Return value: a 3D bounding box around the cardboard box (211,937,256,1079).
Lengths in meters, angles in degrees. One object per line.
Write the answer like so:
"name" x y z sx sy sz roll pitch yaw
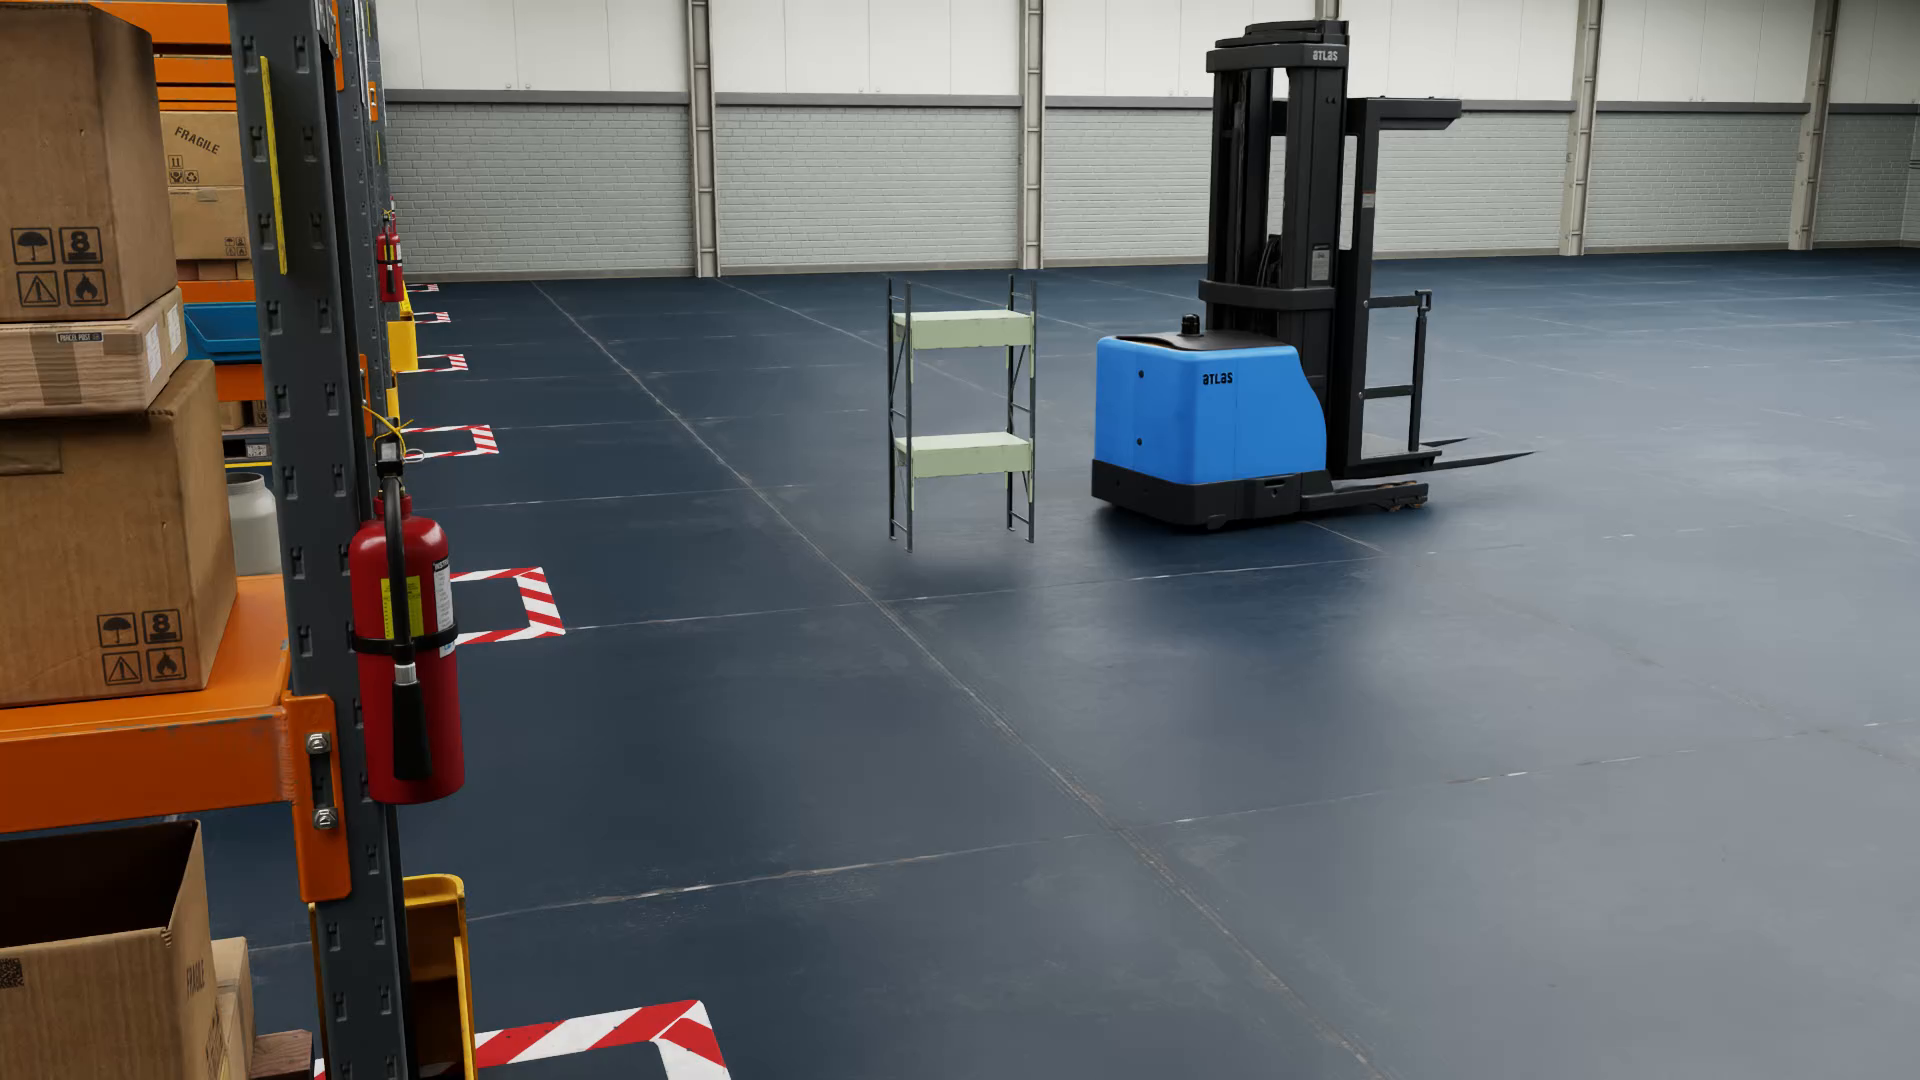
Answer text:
"cardboard box" -1.802 1.104 3.552 0.500 0.250 0.500 -4 14 -18

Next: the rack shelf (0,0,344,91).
"rack shelf" -4.694 -2.068 6.928 4.000 0.370 1.077 -4 14 -18

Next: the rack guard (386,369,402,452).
"rack guard" -4.450 -0.971 12.645 0.348 0.500 1.175 -4 14 -18

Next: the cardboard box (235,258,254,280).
"cardboard box" -5.040 -1.956 11.927 0.250 0.149 0.380 -4 14 -18

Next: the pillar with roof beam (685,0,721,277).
"pillar with roof beam" -3.013 -8.018 23.905 0.400 9.000 9.100 -4 14 -18

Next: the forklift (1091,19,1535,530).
"forklift" 2.376 -1.705 10.476 3.031 2.935 1.130 -7 15 -27

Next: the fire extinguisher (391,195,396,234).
"fire extinguisher" -7.284 -4.236 21.136 0.183 0.674 0.296 -4 14 -18

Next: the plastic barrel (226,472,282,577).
"plastic barrel" -3.398 -0.035 7.777 0.421 0.512 0.421 0 13 0

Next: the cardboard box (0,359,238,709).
"cardboard box" -1.669 -0.037 3.099 0.500 0.500 0.700 -4 14 -18

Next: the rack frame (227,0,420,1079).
"rack frame" -1.221 -0.019 3.241 0.053 2.616 0.949 -4 14 -18

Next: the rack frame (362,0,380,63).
"rack frame" -5.865 -6.207 16.289 0.127 3.000 1.000 -4 14 -18

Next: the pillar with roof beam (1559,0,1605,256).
"pillar with roof beam" 14.047 -9.346 29.490 0.400 9.000 9.100 -4 14 -18

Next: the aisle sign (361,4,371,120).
"aisle sign" -4.224 -3.396 11.821 0.004 0.787 0.394 -4 14 -18

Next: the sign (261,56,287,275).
"sign" -1.063 -0.578 2.578 0.005 0.325 0.100 -4 14 -18

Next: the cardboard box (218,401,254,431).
"cardboard box" -5.531 -1.087 12.224 0.500 0.500 0.500 -1 13 -3

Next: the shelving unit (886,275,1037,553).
"shelving unit" 0.006 -0.730 9.471 0.755 1.500 0.431 -4 14 -18

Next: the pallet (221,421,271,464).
"pallet" -5.232 -0.778 12.459 1.213 0.211 1.003 -4 14 -18

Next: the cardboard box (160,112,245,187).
"cardboard box" -5.293 -2.740 11.658 0.500 0.500 0.500 -4 14 -18

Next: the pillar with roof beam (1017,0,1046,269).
"pillar with roof beam" 2.673 -8.461 25.767 0.400 9.000 9.100 -4 14 -18

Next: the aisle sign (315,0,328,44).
"aisle sign" -1.067 -1.225 2.692 0.004 0.787 0.394 -4 14 -18

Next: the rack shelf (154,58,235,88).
"rack shelf" -6.274 -3.154 11.494 4.000 0.370 1.077 -4 14 -18

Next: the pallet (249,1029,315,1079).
"pallet" -1.934 1.402 3.290 1.213 0.211 1.003 -4 14 -18

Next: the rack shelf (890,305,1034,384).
"rack shelf" 0.006 -1.110 9.381 0.720 0.370 0.431 -4 14 -18

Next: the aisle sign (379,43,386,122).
"aisle sign" -5.702 -4.492 16.428 0.004 0.787 0.394 -4 14 -18

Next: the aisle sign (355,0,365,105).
"aisle sign" -2.636 -2.311 7.260 0.004 0.787 0.394 -4 14 -18

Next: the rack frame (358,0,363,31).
"rack frame" -4.378 -5.111 11.685 0.127 3.000 1.000 -4 14 -18

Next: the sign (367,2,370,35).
"sign" -5.705 -5.019 16.039 0.005 0.325 0.100 -4 14 -18

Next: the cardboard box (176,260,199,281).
"cardboard box" -5.532 -1.932 11.824 0.250 0.149 0.380 -4 14 -18

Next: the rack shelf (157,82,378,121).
"rack shelf" -7.760 -4.250 16.099 4.000 0.370 1.077 -4 14 -18

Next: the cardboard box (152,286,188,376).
"cardboard box" -1.663 -0.402 3.234 0.250 0.149 0.380 -5 14 -18

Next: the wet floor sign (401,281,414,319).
"wet floor sign" -7.018 -3.000 20.861 0.232 0.644 0.267 0 13 1

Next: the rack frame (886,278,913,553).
"rack frame" -0.341 -0.703 9.358 0.023 1.500 0.400 -4 14 -18

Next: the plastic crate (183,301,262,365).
"plastic crate" -3.178 -0.931 7.398 0.616 0.251 0.499 -4 14 -18

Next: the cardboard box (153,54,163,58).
"cardboard box" -5.715 -3.414 11.357 0.500 0.250 0.500 -4 14 -17
